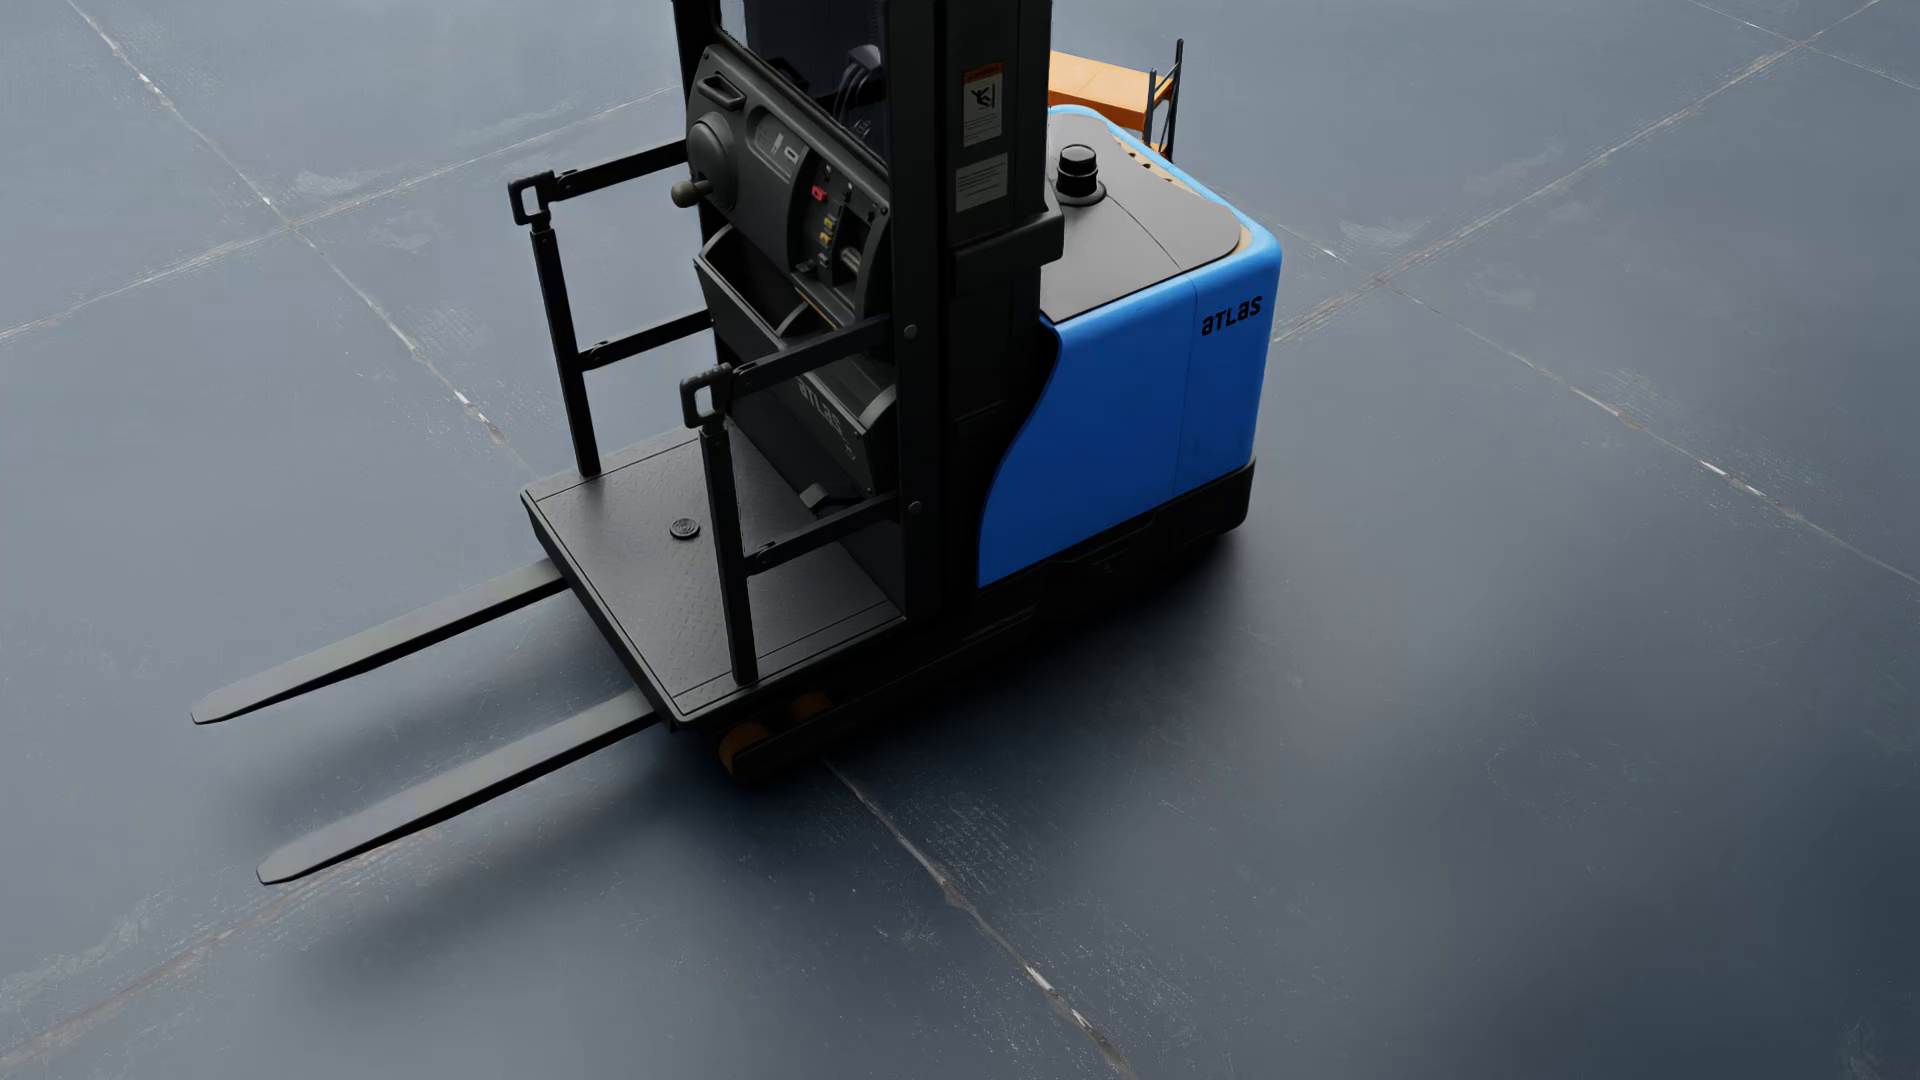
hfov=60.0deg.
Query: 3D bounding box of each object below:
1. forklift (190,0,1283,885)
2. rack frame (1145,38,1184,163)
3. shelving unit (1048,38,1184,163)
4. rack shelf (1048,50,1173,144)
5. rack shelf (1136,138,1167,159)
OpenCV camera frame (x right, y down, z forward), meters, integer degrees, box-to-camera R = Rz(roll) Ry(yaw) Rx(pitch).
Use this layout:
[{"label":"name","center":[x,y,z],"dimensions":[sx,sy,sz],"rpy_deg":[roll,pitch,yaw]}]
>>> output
[{"label":"forklift","center":[-0.607,-0.827,3.990],"dimensions":[3.031,2.935,1.130],"rpy_deg":[-24,48,-23]},{"label":"rack frame","center":[0.632,-1.045,5.486],"dimensions":[0.015,1.200,0.240],"rpy_deg":[19,47,20]},{"label":"shelving unit","center":[0.416,-1.122,5.568],"dimensions":[0.503,1.200,0.258],"rpy_deg":[19,47,20]},{"label":"rack shelf","center":[0.416,-1.408,5.299],"dimensions":[0.480,0.148,0.258],"rpy_deg":[19,47,20]},{"label":"rack shelf","center":[0.416,-1.236,5.461],"dimensions":[0.480,0.148,0.258],"rpy_deg":[19,47,20]}]
